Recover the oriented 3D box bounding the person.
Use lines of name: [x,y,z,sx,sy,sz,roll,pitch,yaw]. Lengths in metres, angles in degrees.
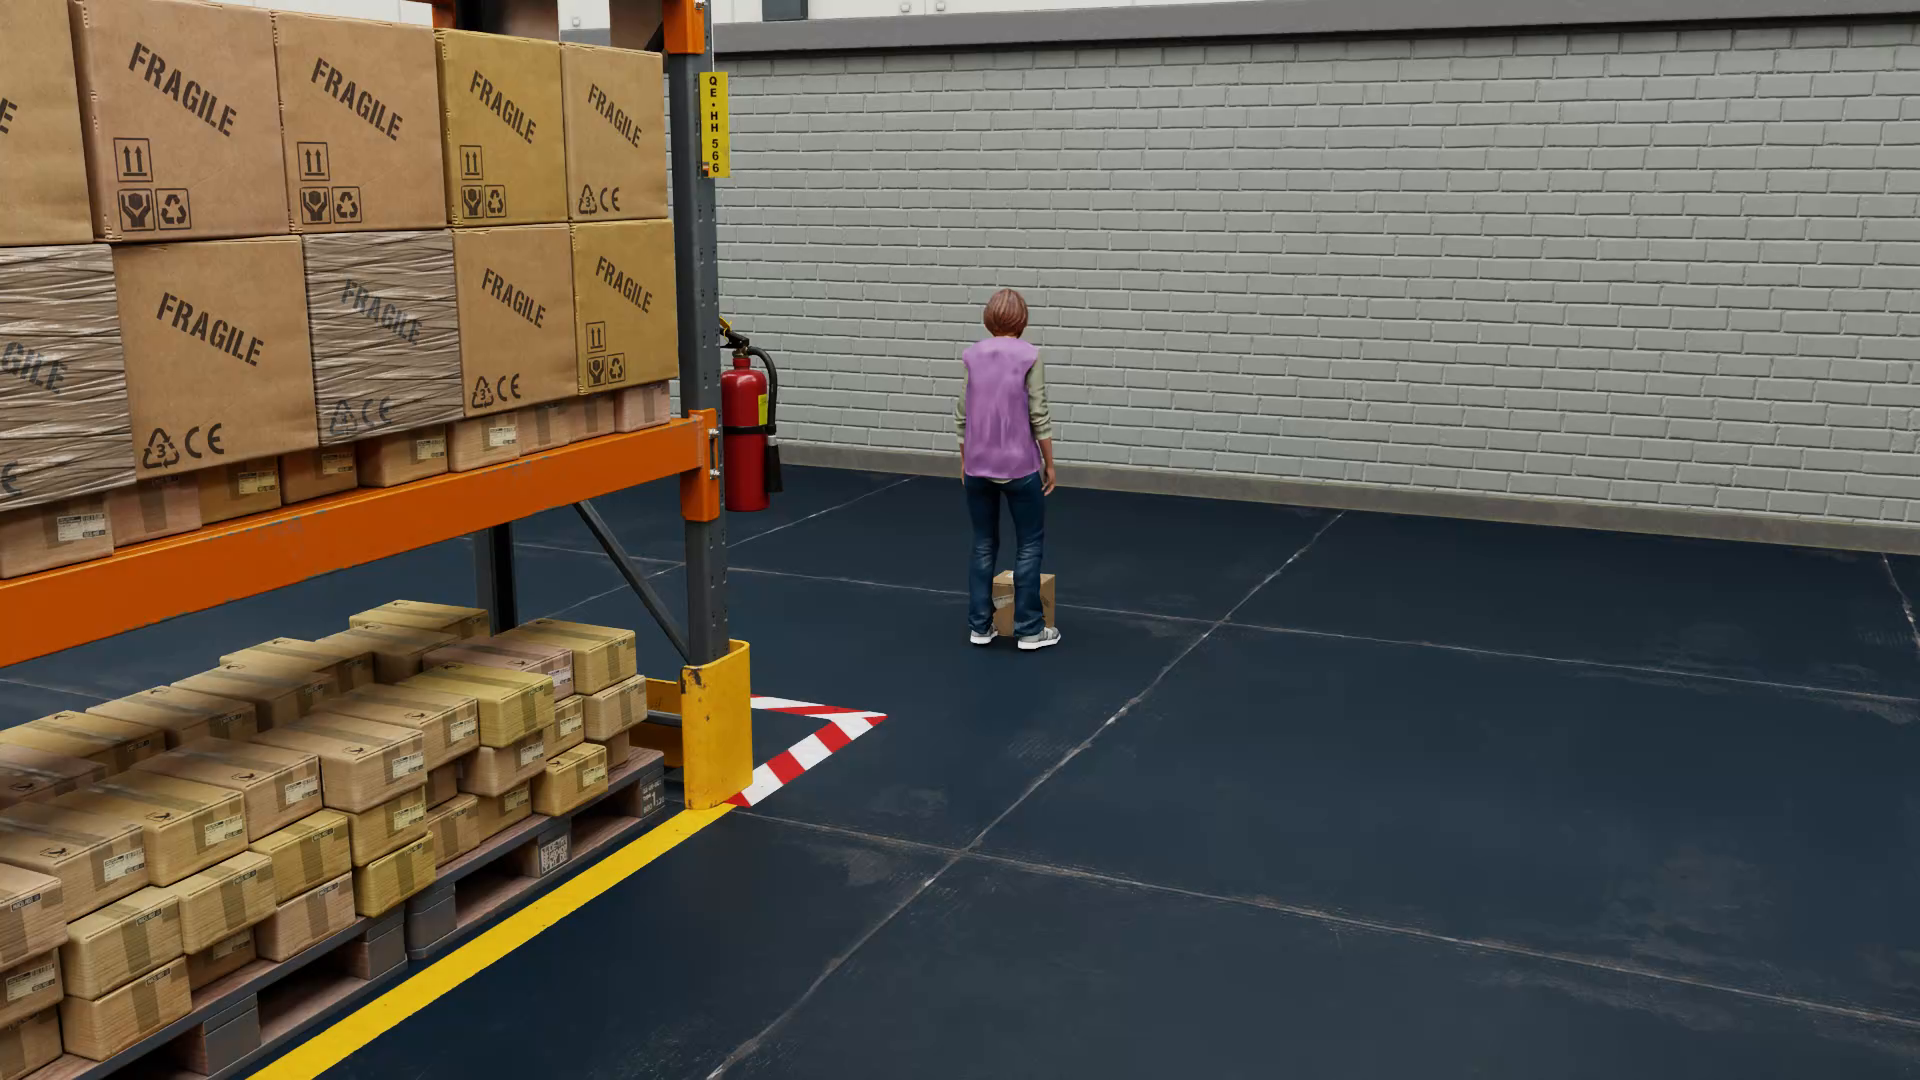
person: [0.197,-0.307,7.386,0.461,1.593,0.343,6,14,24]
